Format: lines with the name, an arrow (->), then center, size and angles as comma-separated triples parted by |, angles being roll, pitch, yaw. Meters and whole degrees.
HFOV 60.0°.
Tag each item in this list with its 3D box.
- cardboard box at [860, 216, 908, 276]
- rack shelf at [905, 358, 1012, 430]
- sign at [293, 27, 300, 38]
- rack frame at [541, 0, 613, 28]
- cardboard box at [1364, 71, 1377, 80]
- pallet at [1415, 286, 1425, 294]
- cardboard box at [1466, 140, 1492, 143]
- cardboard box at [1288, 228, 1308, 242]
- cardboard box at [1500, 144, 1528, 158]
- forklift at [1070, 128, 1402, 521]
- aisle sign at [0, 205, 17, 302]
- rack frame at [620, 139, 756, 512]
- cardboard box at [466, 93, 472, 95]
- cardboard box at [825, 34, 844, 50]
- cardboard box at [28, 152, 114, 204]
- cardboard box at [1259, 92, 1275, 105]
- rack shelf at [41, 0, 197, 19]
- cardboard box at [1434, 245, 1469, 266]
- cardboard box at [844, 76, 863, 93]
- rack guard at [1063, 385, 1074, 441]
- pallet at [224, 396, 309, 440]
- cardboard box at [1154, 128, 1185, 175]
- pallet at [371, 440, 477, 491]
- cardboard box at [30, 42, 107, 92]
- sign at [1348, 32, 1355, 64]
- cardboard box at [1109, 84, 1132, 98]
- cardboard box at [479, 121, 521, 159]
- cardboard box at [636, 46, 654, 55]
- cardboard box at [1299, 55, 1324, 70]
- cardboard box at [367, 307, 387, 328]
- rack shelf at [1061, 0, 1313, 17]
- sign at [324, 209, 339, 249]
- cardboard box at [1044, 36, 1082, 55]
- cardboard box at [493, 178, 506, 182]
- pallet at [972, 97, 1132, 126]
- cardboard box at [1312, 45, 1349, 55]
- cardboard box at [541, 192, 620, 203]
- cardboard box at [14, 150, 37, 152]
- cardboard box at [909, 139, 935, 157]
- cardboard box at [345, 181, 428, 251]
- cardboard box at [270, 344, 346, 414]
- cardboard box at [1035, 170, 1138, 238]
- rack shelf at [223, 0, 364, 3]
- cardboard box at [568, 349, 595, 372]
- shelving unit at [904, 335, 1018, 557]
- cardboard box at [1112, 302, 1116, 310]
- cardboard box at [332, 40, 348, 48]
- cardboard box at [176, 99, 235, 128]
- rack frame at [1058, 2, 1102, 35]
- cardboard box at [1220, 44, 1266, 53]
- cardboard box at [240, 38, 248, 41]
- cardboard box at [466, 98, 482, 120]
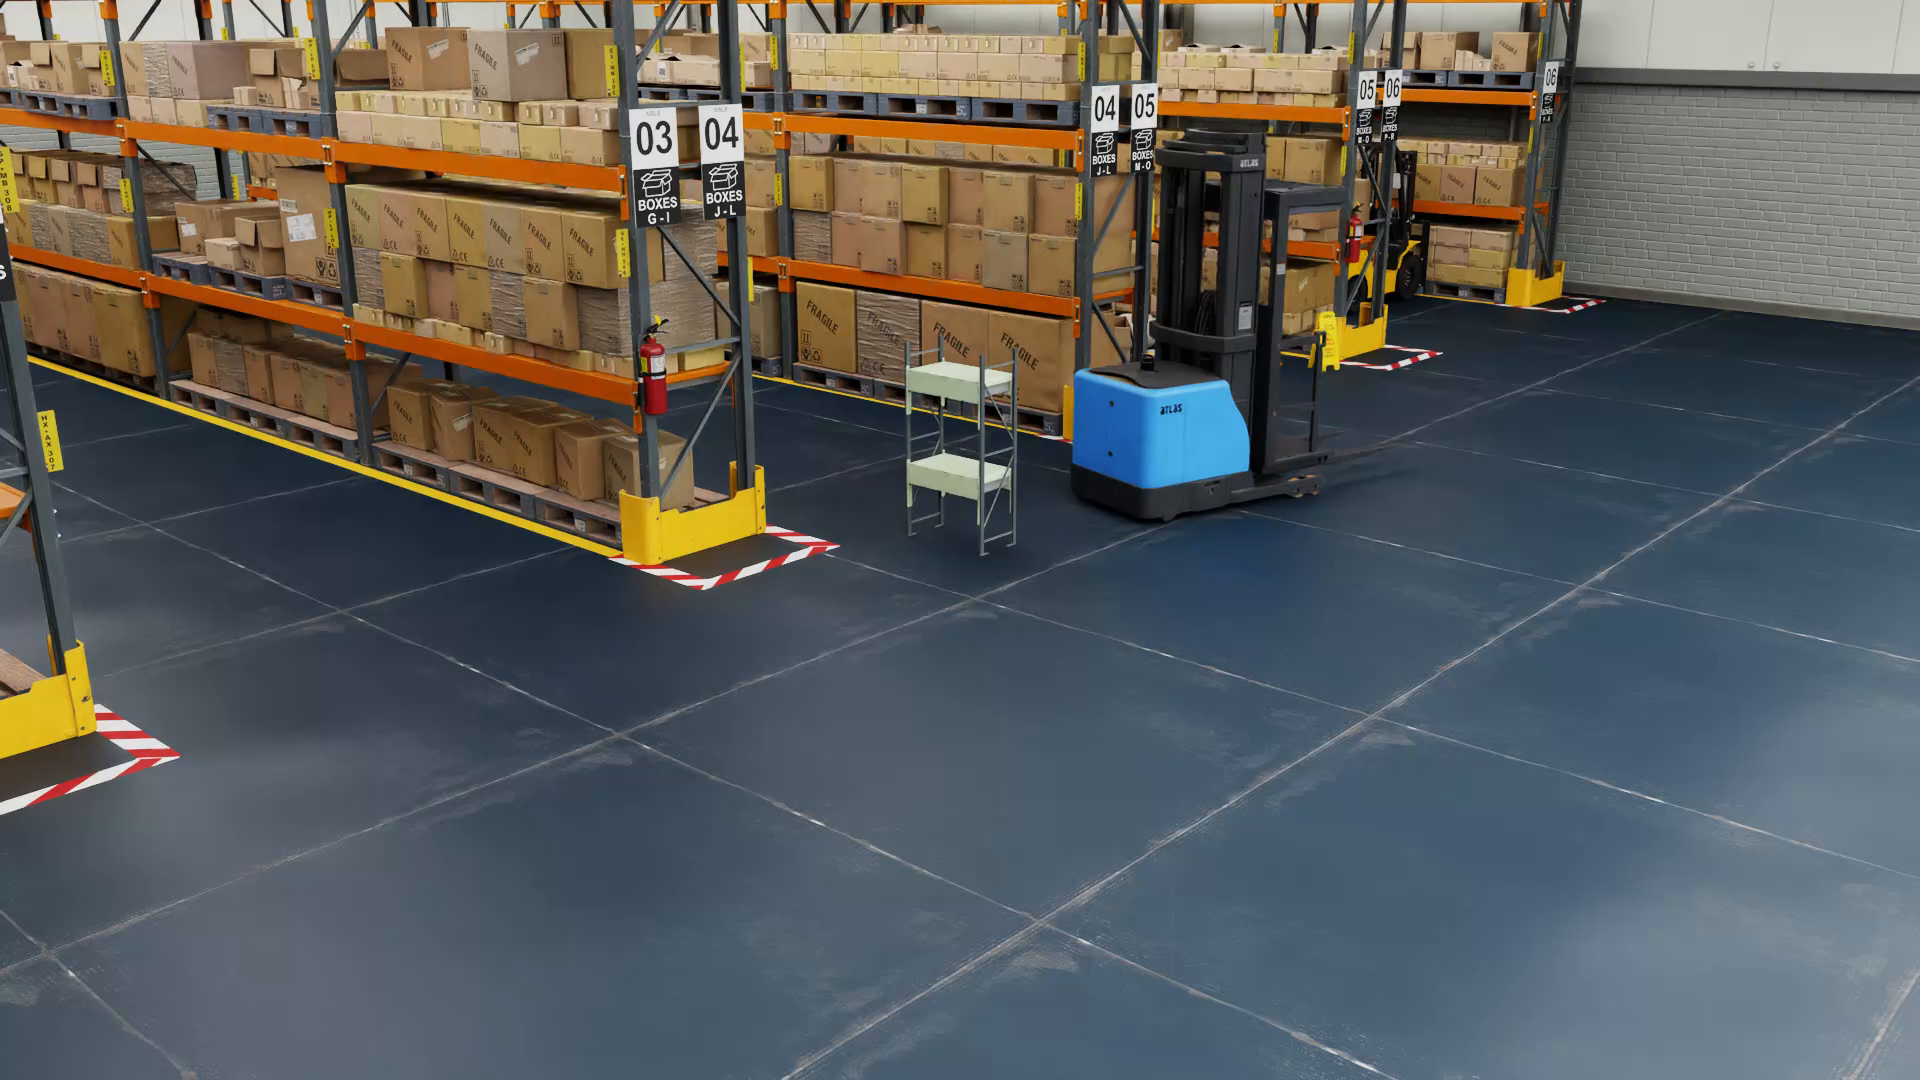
cardboard box -> -0.518, -3.054, 17.028 | 0.550, 0.550, 0.875 | 15, 23, 39
rack shelf -> 0.005, -1.086, 12.263 | 0.720, 0.370, 0.431 | 15, 23, 39
sign -> -10.146, -7.677, 25.421 | 0.005, 0.325, 0.100 | 15, 23, 39
rack frame -> -4.546, -6.957, 19.657 | 0.127, 3.000, 1.000 | 15, 23, 39
cardboard box -> 4.449, -5.293, 19.127 | 0.500, 0.250, 0.500 | 15, 23, 38
pallet -> 6.432, -3.815, 24.284 | 1.213, 0.211, 1.003 | 15, 23, 39
cardboard box -> 7.275, -5.533, 23.357 | 0.250, 0.149, 0.380 | 15, 23, 40
cardboard box -> 3.963, -3.564, 19.299 | 0.250, 0.149, 0.380 | 15, 23, 39
cardboard box -> 7.532, -5.278, 22.555 | 0.250, 0.149, 0.380 | 15, 23, 39
forklift -> 2.418, -1.863, 13.636 | 3.031, 2.935, 1.130 | -11, 21, -31
aisle sign -> -4.969, -1.560, 8.270 | 0.004, 0.787, 0.394 | 15, 23, 39
rack frame -> -1.930, -1.389, 12.031 | 0.127, 3.000, 1.000 | 15, 23, 39
cardboard box -> -3.735, -3.518, 13.367 | 0.250, 0.149, 0.380 | 16, 24, 41
cardboard box -> -1.126, -4.980, 16.625 | 0.250, 0.149, 0.380 | 15, 23, 39
cardboard box -> -9.916, -4.058, 18.615 | 0.637, 0.503, 0.797 | 15, 23, 40
cardboard box -> 3.666, -5.119, 19.240 | 0.250, 0.149, 0.380 | 15, 23, 40
rack shelf -> -9.409, -5.723, 17.619 | 4.000, 0.370, 1.077 | 15, 23, 39
cardboard box -> 7.000, -4.013, 23.323 | 0.500, 0.250, 0.500 | 15, 23, 39
cardboard box -> -0.939, -4.550, 16.586 | 0.250, 0.149, 0.380 | 15, 23, 38
rack guard -> 1.456, -1.295, 15.866 | 0.348, 0.500, 1.175 | 15, 23, 39
pallet -> -6.422, -1.264, 16.246 | 1.213, 0.211, 1.003 | 15, 23, 39
cardboard box -> 2.567, -4.749, 20.306 | 0.500, 0.500, 0.700 | 14, 23, 38
pallet -> -4.396, -0.736, 14.583 | 1.213, 0.211, 1.003 | 15, 23, 39
cardboard box -> -9.455, -5.080, 17.836 | 0.637, 0.503, 0.797 | 15, 23, 39
sign -> 4.265, -5.362, 18.125 | 0.005, 0.325, 0.100 | 15, 23, 39
cardboard box -> 1.394, -4.190, 15.454 | 0.250, 0.149, 0.380 | 15, 23, 40
cardboard box -> -3.212, -2.991, 12.368 | 0.500, 0.250, 0.500 | 16, 23, 40
cardboard box -> -5.017, -7.710, 26.351 | 0.258, 0.266, 0.396 | 16, 24, 41
cardboard box -> 4.032, -5.383, 18.753 | 0.250, 0.149, 0.380 | 16, 23, 40
cardboard box -> -4.782, -1.908, 14.081 | 0.250, 0.149, 0.380 | 15, 23, 39
rack shelf -> 3.452, -8.286, 25.694 | 4.000, 0.370, 1.077 | 15, 23, 39
sign -> -5.287, -2.618, 13.988 | 0.005, 0.325, 0.100 | 15, 23, 39
cardboard box -> 0.961, -4.420, 14.859 | 0.250, 0.149, 0.380 | 15, 23, 40
cardboard box -> -5.599, -4.560, 20.758 | 0.250, 0.149, 0.380 | 16, 24, 41
pallet -> 0.876, -4.025, 15.524 | 1.213, 0.211, 1.003 | 15, 23, 39
cardboard box -> 5.409, -6.971, 23.948 | 0.500, 0.311, 0.500 | 16, 23, 40
cardboard box -> -2.905, -2.429, 12.998 | 0.500, 0.500, 0.500 | 15, 23, 39
cardboard box -> -11.457, -4.481, 20.289 | 0.500, 0.500, 0.500 | 15, 23, 39
cardboard box -> -0.356, -5.276, 22.928 | 0.500, 0.500, 0.500 | 16, 23, 40
cardboard box -> -4.754, -2.711, 13.884 | 0.500, 0.500, 0.500 | 15, 23, 39
cardboard box -> -6.130, -1.551, 15.946 | 0.500, 0.500, 0.700 | 13, 22, 35
cardboard box -> 1.186, -3.161, 15.579 | 0.550, 0.550, 0.875 | 15, 23, 39
rack shelf -> -9.033, -7.817, 23.562 | 4.000, 0.370, 1.077 | 15, 23, 39
cardboard box -> -2.688, -1.369, 12.382 | 0.250, 0.149, 0.380 | 15, 23, 39
shelving unit -> 0.005, -0.714, 12.381 | 0.755, 1.500, 0.431 | 15, 23, 39
cardboard box -> 1.918, -3.145, 21.413 | 0.500, 0.250, 0.500 | 14, 22, 37
cardboard box -> -8.368, -6.778, 22.815 | 0.250, 0.149, 0.380 | 15, 23, 39
cardboard box -> -6.956, -3.998, 15.539 | 0.500, 0.250, 0.500 | 16, 23, 40
rack frame -> 1.956, -9.221, 26.790 | 0.127, 3.000, 1.000 | 15, 23, 39
cardboard box -> 4.245, -7.284, 24.932 | 0.500, 0.311, 0.500 | 14, 22, 38
cardboard box -> -10.438, -7.374, 24.691 | 0.250, 0.149, 0.380 | 15, 23, 39
cardboard box -> -3.487, -3.251, 12.527 | 0.250, 0.149, 0.380 | 14, 22, 37
